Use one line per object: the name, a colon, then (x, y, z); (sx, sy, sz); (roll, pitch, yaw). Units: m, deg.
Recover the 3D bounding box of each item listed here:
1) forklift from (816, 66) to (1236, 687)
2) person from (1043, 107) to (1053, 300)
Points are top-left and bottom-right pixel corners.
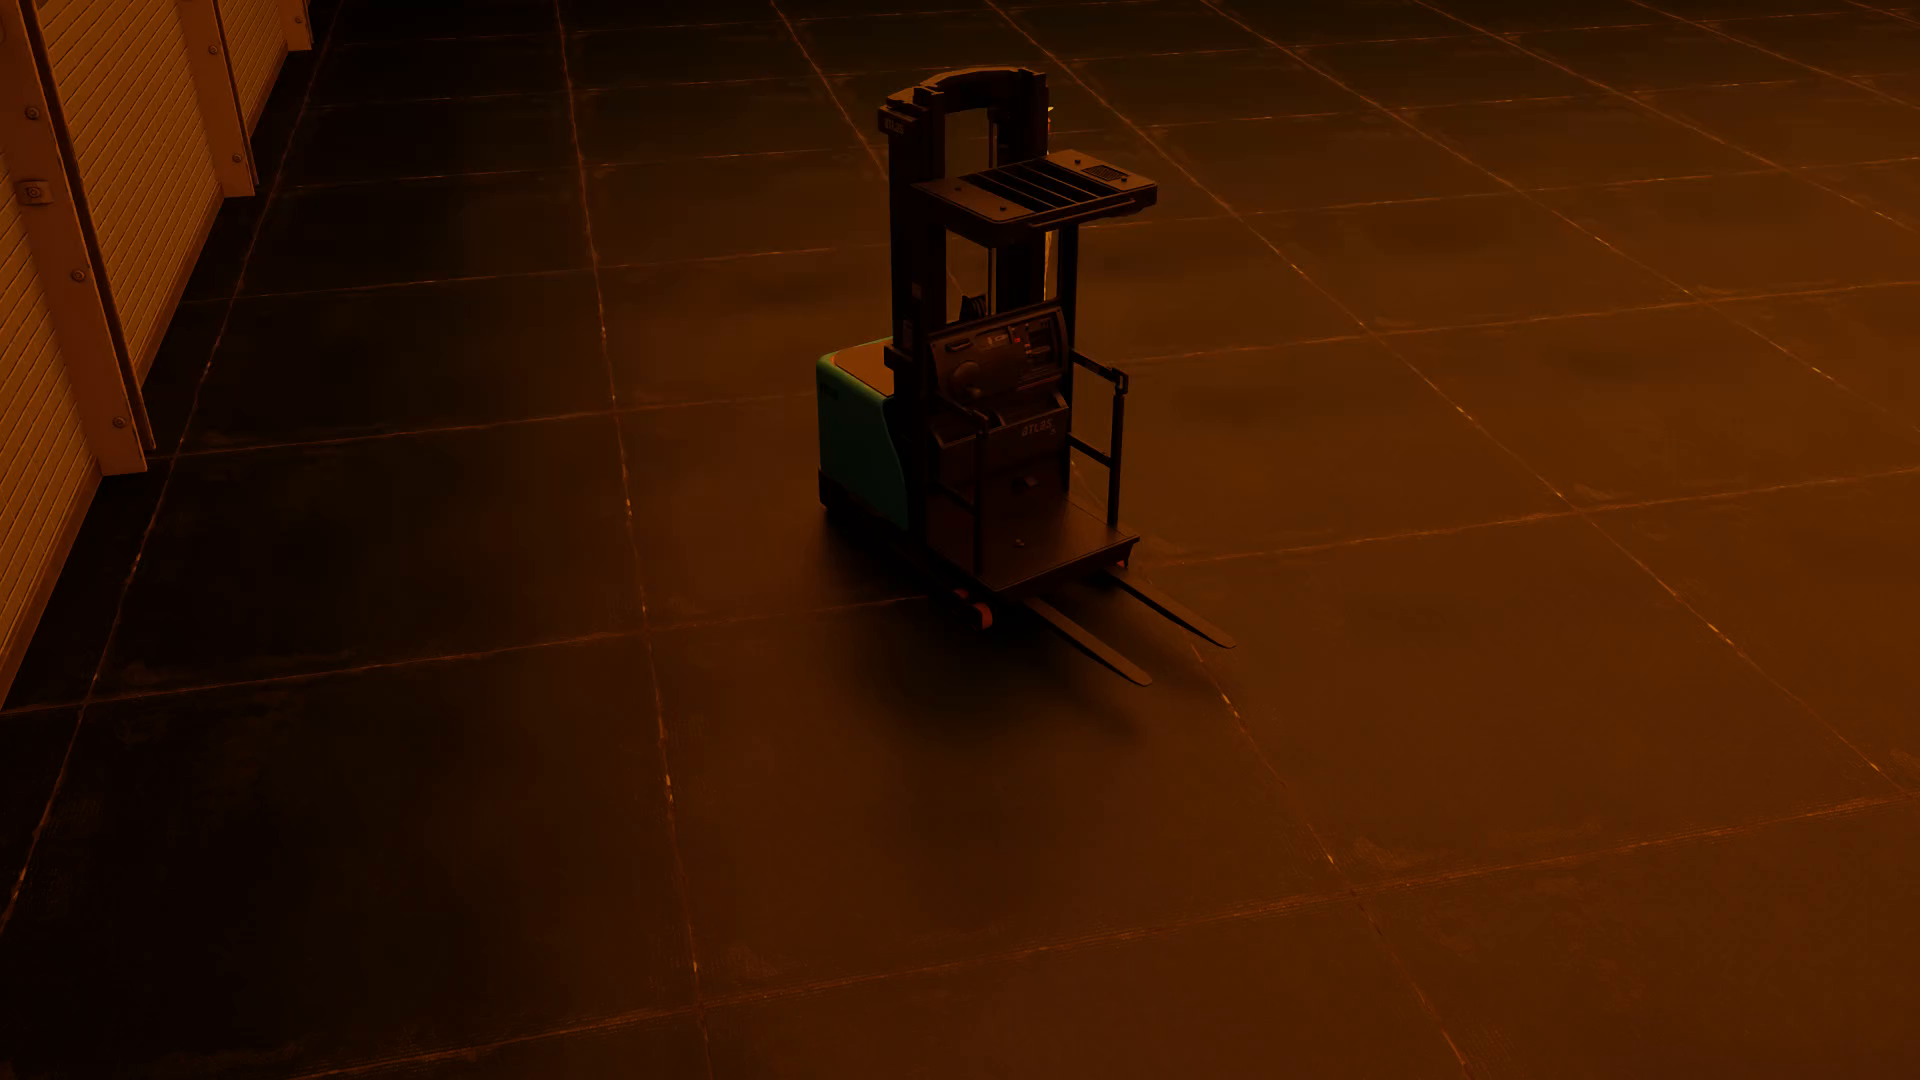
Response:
forklift: (0.355, -1.021, 9.338); (1.130, 2.935, 3.031); (-20, 35, -30)
person: (0.669, -2.567, 13.132); (0.564, 1.789, 0.637); (10, 31, 16)
